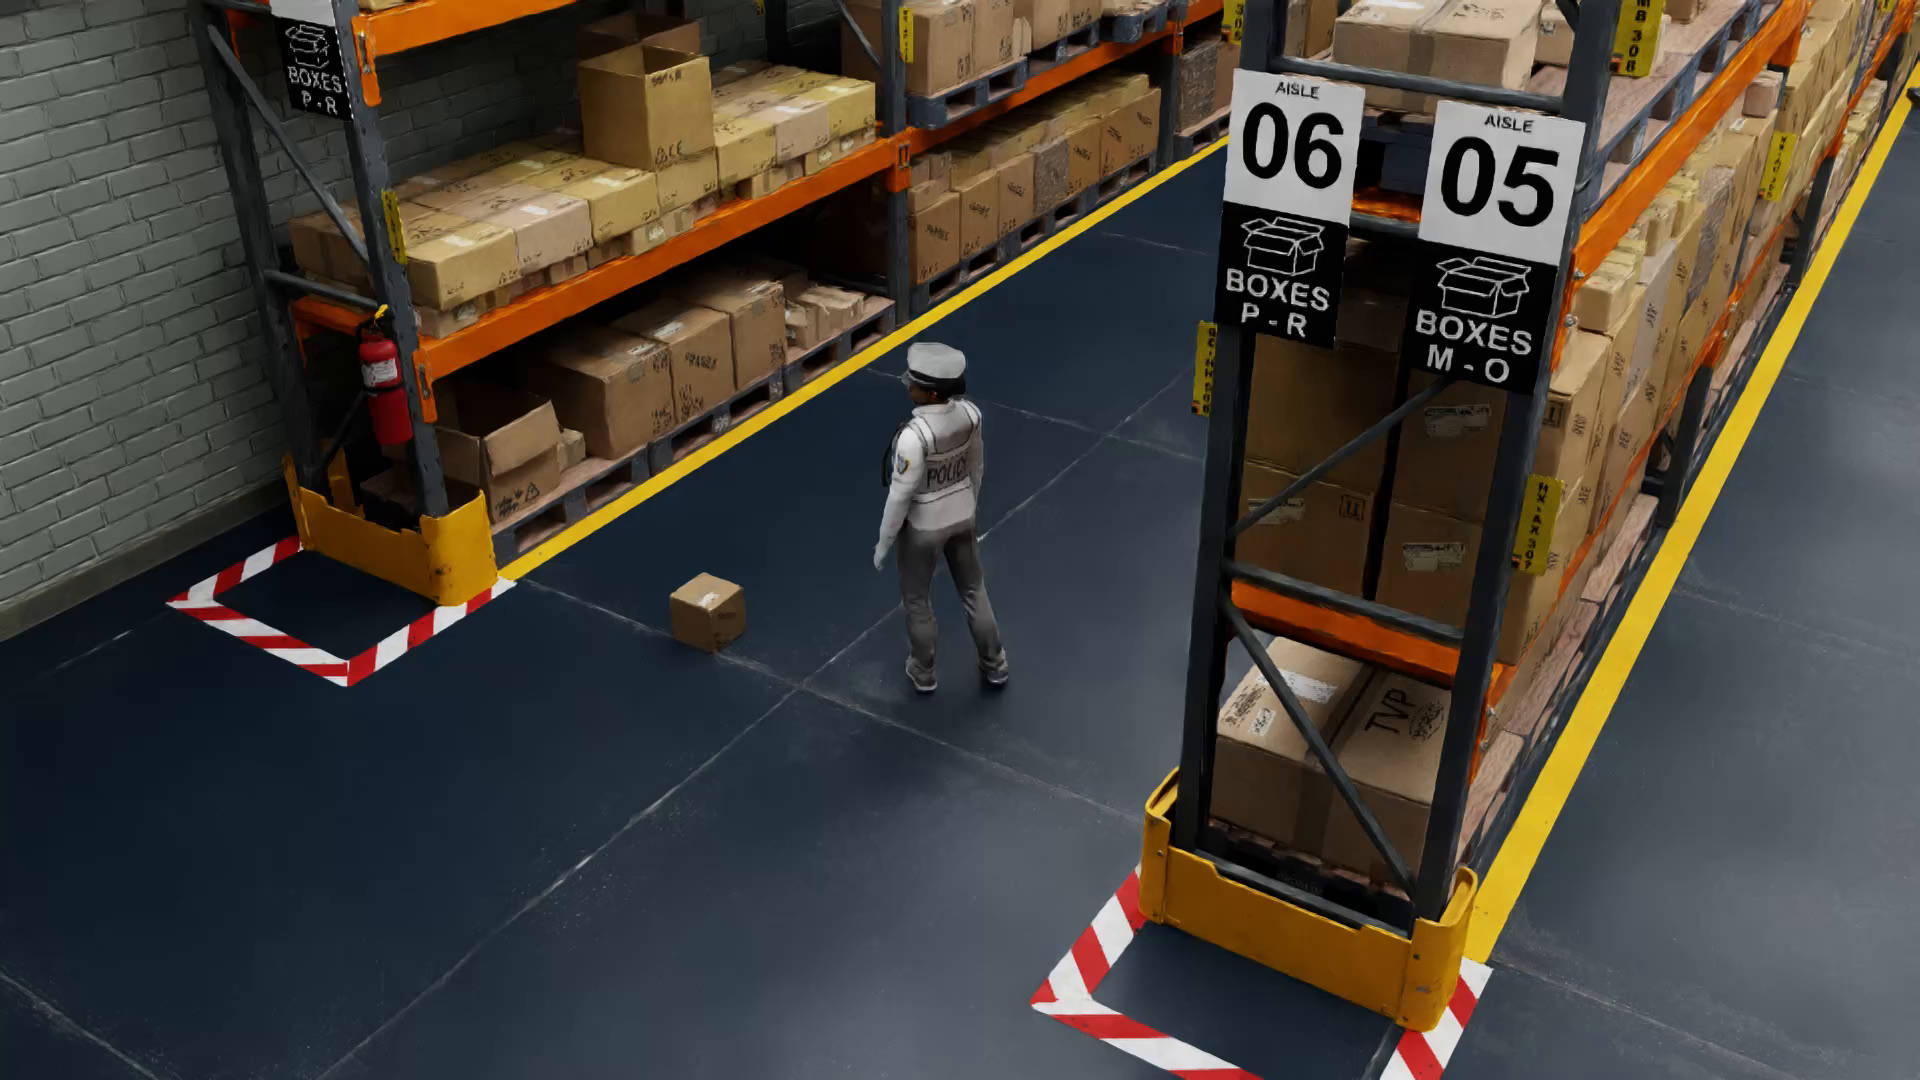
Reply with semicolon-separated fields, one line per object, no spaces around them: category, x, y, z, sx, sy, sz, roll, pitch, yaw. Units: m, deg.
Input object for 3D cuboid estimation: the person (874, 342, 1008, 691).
person;-0.082;-0.061;7.231;0.632;1.674;0.460;-23;38;-34
